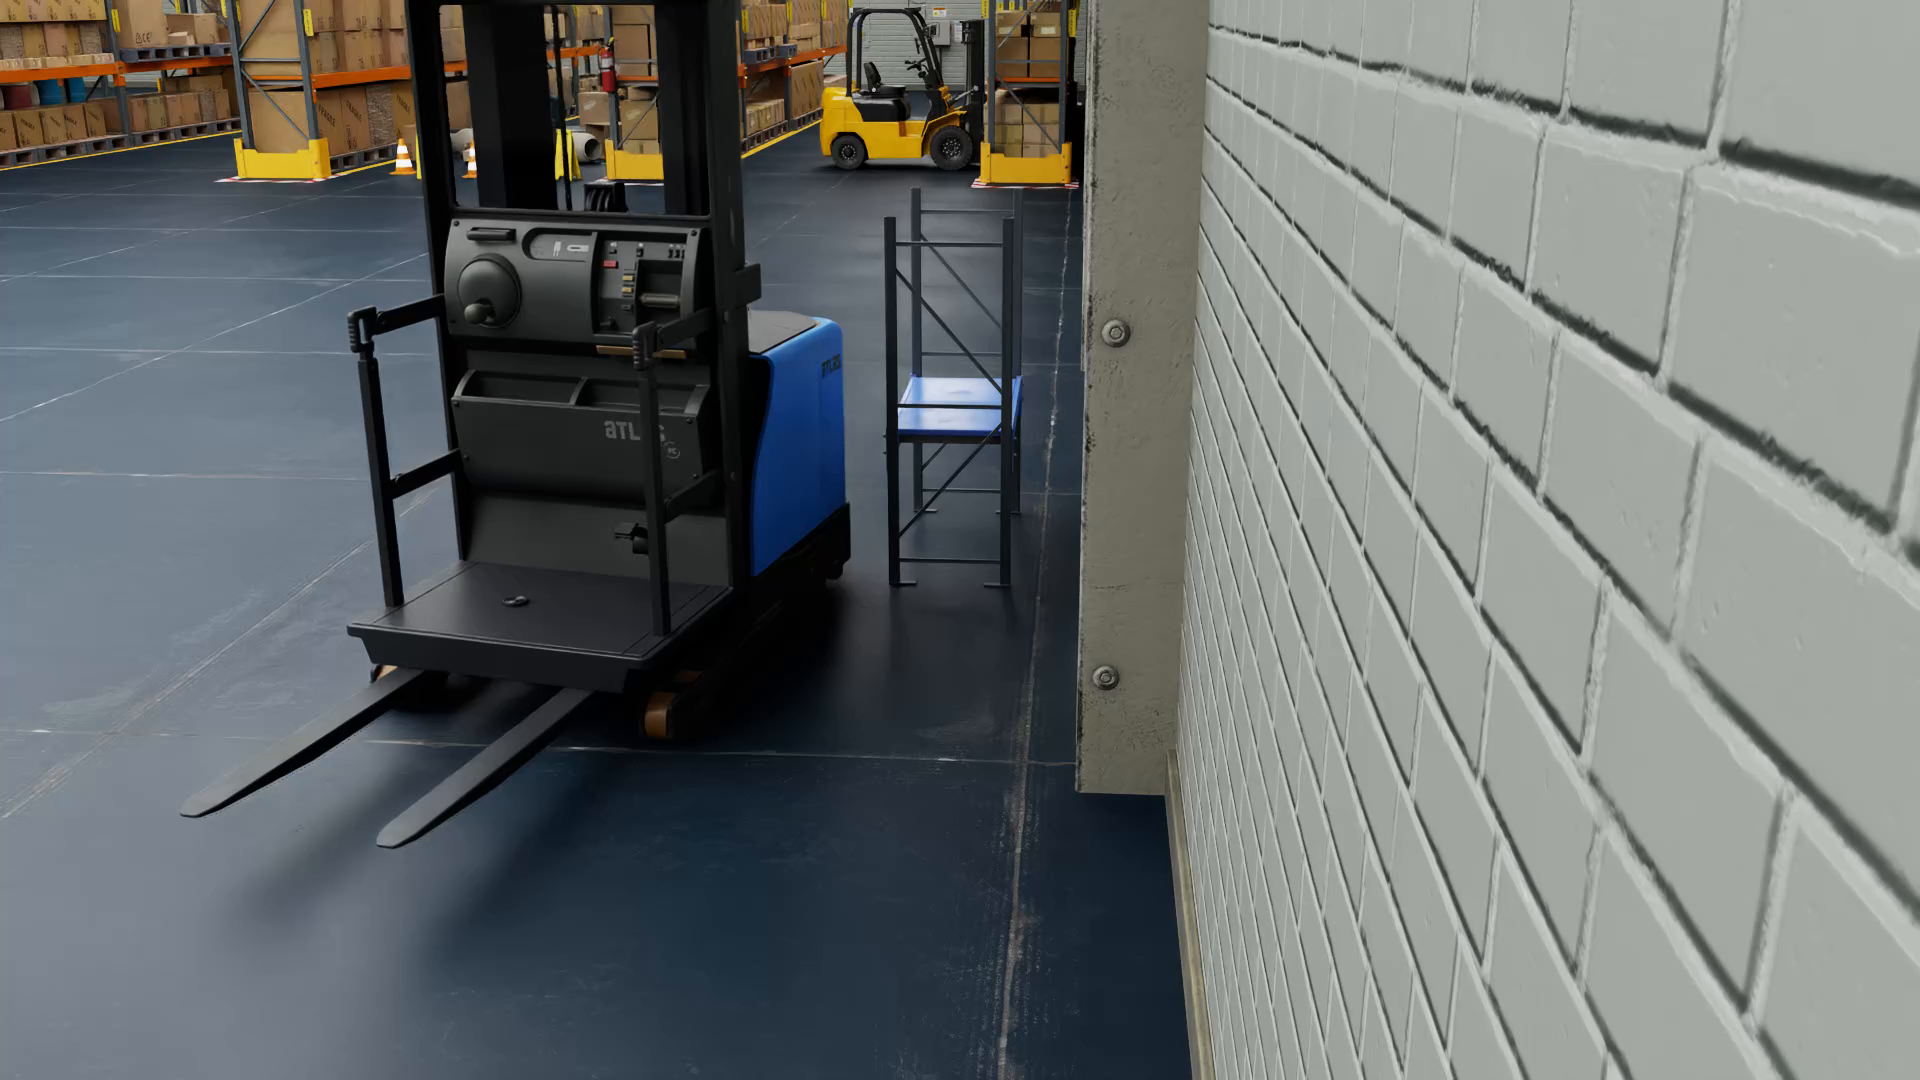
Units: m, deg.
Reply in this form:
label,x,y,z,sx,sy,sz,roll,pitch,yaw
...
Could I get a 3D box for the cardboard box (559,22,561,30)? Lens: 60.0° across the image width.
label,x,y,z,sx,sy,sz,roll,pitch,yaw
cardboard box,-8.023,-10.036,32.485,0.380,0.149,0.250,1,18,4

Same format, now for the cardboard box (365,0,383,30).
label,x,y,z,sx,sy,sz,roll,pitch,yaw
cardboard box,-8.907,-7.672,24.045,0.875,0.550,0.550,1,18,4

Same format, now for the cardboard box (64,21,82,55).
label,x,y,z,sx,sy,sz,roll,pitch,yaw
cardboard box,-13.852,-7.578,25.093,0.875,0.500,0.500,1,18,4

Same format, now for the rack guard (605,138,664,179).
label,x,y,z,sx,sy,sz,roll,pitch,yaw
rack guard,-4.084,-5.054,22.044,1.175,0.500,0.348,1,18,4

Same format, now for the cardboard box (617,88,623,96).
label,x,y,z,sx,sy,sz,roll,pitch,yaw
cardboard box,-7.634,-9.861,36.604,0.380,0.149,0.250,2,18,6

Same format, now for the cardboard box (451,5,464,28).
label,x,y,z,sx,sy,sz,roll,pitch,yaw
cardboard box,-8.608,-8.690,27.360,0.700,0.500,0.500,1,18,3

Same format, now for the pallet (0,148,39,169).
label,x,y,z,sx,sy,sz,roll,pitch,yaw
pallet,-13.875,-5.389,23.531,1.003,0.211,1.213,1,18,4

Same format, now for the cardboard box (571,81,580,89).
label,x,y,z,sx,sy,sz,roll,pitch,yaw
cardboard box,-7.942,-9.254,33.796,0.380,0.149,0.250,2,18,6

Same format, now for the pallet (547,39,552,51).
label,x,y,z,sx,sy,sz,roll,pitch,yaw
pallet,-8.359,-9.306,31.316,1.003,0.211,1.213,1,18,4

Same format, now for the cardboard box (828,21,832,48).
label,x,y,z,sx,sy,sz,roll,pitch,yaw
cardboard box,-2.894,-10.289,33.845,0.500,0.500,0.500,1,18,4

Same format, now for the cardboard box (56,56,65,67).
label,x,y,z,sx,sy,sz,roll,pitch,yaw
cardboard box,-13.548,-7.102,24.683,0.380,0.149,0.250,1,18,4

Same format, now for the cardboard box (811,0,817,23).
label,x,y,z,sx,sy,sz,roll,pitch,yaw
cardboard box,-3.040,-10.162,31.854,0.500,0.500,0.500,2,18,5

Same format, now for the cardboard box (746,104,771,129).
label,x,y,z,sx,sy,sz,roll,pitch,yaw
cardboard box,-3.671,-7.014,27.556,0.950,0.372,0.625,2,18,6

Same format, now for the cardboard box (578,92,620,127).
label,x,y,z,sx,sy,sz,roll,pitch,yaw
cardboard box,-5.580,-6.663,25.738,0.500,0.500,0.500,1,18,4

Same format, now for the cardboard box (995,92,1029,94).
label,x,y,z,sx,sy,sz,roll,pitch,yaw
cardboard box,0.755,-6.417,24.325,0.500,0.250,0.500,1,18,4

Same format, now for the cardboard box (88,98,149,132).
label,x,y,z,sx,sy,sz,roll,pitch,yaw
cardboard box,-13.621,-6.893,26.950,0.700,0.500,0.500,0,18,0

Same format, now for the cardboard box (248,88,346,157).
label,x,y,z,sx,sy,sz,roll,pitch,yaw
cardboard box,-9.051,-5.699,22.737,0.875,0.875,0.875,1,18,4

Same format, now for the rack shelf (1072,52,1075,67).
label,x,y,z,sx,sy,sz,roll,pitch,yaw
rack shelf,1.579,-8.872,30.838,1.077,0.370,4.000,1,18,4

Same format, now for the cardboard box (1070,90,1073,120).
label,x,y,z,sx,sy,sz,roll,pitch,yaw
cardboard box,1.745,-7.729,29.535,0.500,0.500,0.500,2,18,6

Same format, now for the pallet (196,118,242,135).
label,x,y,z,sx,sy,sz,roll,pitch,yaw
pallet,-13.458,-7.356,29.534,1.003,0.211,1.213,1,18,4

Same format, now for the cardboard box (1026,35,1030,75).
label,x,y,z,sx,sy,sz,roll,pitch,yaw
cardboard box,0.682,-6.476,22.208,0.500,0.500,0.500,2,18,6

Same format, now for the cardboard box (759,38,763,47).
label,x,y,z,sx,sy,sz,roll,pitch,yaw
cardboard box,-3.397,-8.028,26.835,0.380,0.149,0.250,1,18,4

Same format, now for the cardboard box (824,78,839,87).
label,x,y,z,sx,sy,sz,roll,pitch,yaw
cardboard box,-3.013,-9.398,34.727,0.875,0.438,0.875,1,18,2

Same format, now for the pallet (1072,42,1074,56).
label,x,y,z,sx,sy,sz,roll,pitch,yaw
pallet,1.414,-8.714,29.508,1.213,0.211,1.003,1,18,4

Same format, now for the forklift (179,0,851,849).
label,x,y,z,sx,sy,sz,roll,pitch,yaw
forklift,-1.358,-0.870,5.371,1.130,2.935,3.031,5,19,15

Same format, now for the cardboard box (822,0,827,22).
label,x,y,z,sx,sy,sz,roll,pitch,yaw
cardboard box,-2.953,-10.610,33.220,0.500,0.500,0.500,1,18,4

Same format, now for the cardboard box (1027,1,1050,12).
label,x,y,z,sx,sy,sz,roll,pitch,yaw
cardboard box,1.601,-10.903,34.440,0.500,0.500,0.500,2,18,5

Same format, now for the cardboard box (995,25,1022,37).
label,x,y,z,sx,sy,sz,roll,pitch,yaw
cardboard box,0.608,-6.578,21.479,0.380,0.149,0.250,2,18,5

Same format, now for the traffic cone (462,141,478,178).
label,x,y,z,sx,sy,sz,roll,pitch,yaw
traffic cone,-6.476,-5.094,22.226,0.336,0.463,0.334,1,18,4

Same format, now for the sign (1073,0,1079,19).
label,x,y,z,sx,sy,sz,roll,pitch,yaw
sign,1.990,-9.132,28.616,0.100,0.325,0.005,1,18,4

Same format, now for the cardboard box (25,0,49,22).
label,x,y,z,sx,sy,sz,roll,pitch,yaw
cardboard box,-13.555,-7.734,23.965,0.500,0.500,0.500,1,18,4

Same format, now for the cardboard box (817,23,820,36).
label,x,y,z,sx,sy,sz,roll,pitch,yaw
cardboard box,-3.018,-9.969,32.468,0.500,0.250,0.500,1,18,4

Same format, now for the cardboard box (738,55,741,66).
label,x,y,z,sx,sy,sz,roll,pitch,yaw
cardboard box,-3.521,-7.234,25.088,0.380,0.149,0.250,1,18,3

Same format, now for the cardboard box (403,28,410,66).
label,x,y,z,sx,sy,sz,roll,pitch,yaw
cardboard box,-8.761,-7.496,25.241,0.875,0.550,0.550,1,18,4

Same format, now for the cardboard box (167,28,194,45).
label,x,y,z,sx,sy,sz,roll,pitch,yaw
cardboard box,-13.250,-8.536,28.197,0.396,0.266,0.258,1,18,2

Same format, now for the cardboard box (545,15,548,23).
label,x,y,z,sx,sy,sz,roll,pitch,yaw
cardboard box,-8.086,-9.937,31.704,0.380,0.149,0.250,1,18,2

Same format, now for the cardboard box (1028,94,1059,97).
label,x,y,z,sx,sy,sz,roll,pitch,yaw
cardboard box,1.236,-6.247,23.807,0.500,0.250,0.500,1,18,4

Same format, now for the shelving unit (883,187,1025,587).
label,x,y,z,sx,sy,sz,roll,pitch,yaw
shelving unit,-0.006,-0.686,7.109,0.538,1.500,1.048,1,18,4

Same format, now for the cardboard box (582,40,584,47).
label,x,y,z,sx,sy,sz,roll,pitch,yaw
cardboard box,-7.915,-10.151,33.990,0.380,0.149,0.250,0,18,1

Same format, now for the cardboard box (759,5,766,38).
label,x,y,z,sx,sy,sz,roll,pitch,yaw
cardboard box,-3.398,-8.297,26.614,0.500,0.500,0.500,1,18,4

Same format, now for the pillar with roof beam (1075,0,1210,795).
label,x,y,z,sx,sy,sz,roll,pitch,yaw
pillar with roof beam,-3.773,-3.661,4.144,9.100,9.000,0.400,1,18,4

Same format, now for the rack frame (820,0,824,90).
label,x,y,z,sx,sy,sz,roll,pitch,yaw
rack frame,-3.229,-9.945,32.957,1.000,3.000,0.127,1,18,4

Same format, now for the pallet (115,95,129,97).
label,x,y,z,sx,sy,sz,roll,pitch,yaw
pallet,-17.955,-9.561,36.262,1.003,0.211,1.213,1,18,4

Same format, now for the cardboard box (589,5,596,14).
label,x,y,z,sx,sy,sz,roll,pitch,yaw
cardboard box,-7.809,-11.140,34.359,0.500,0.500,0.500,2,18,5

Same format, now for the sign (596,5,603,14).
label,x,y,z,sx,sy,sz,roll,pitch,yaw
sign,-4.641,-6.937,21.410,0.100,0.325,0.005,1,18,4

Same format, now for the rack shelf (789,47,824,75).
label,x,y,z,sx,sy,sz,roll,pitch,yaw
rack shelf,-3.372,-8.982,31.173,1.077,0.370,4.000,1,18,4

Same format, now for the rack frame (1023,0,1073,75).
label,x,y,z,sx,sy,sz,roll,pitch,yaw
rack frame,1.722,-9.835,32.622,1.000,3.000,0.127,1,18,4

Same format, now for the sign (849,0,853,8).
label,x,y,z,sx,sy,sz,roll,pitch,yaw
sign,-2.402,-11.834,36.481,0.100,0.325,0.005,1,18,4
